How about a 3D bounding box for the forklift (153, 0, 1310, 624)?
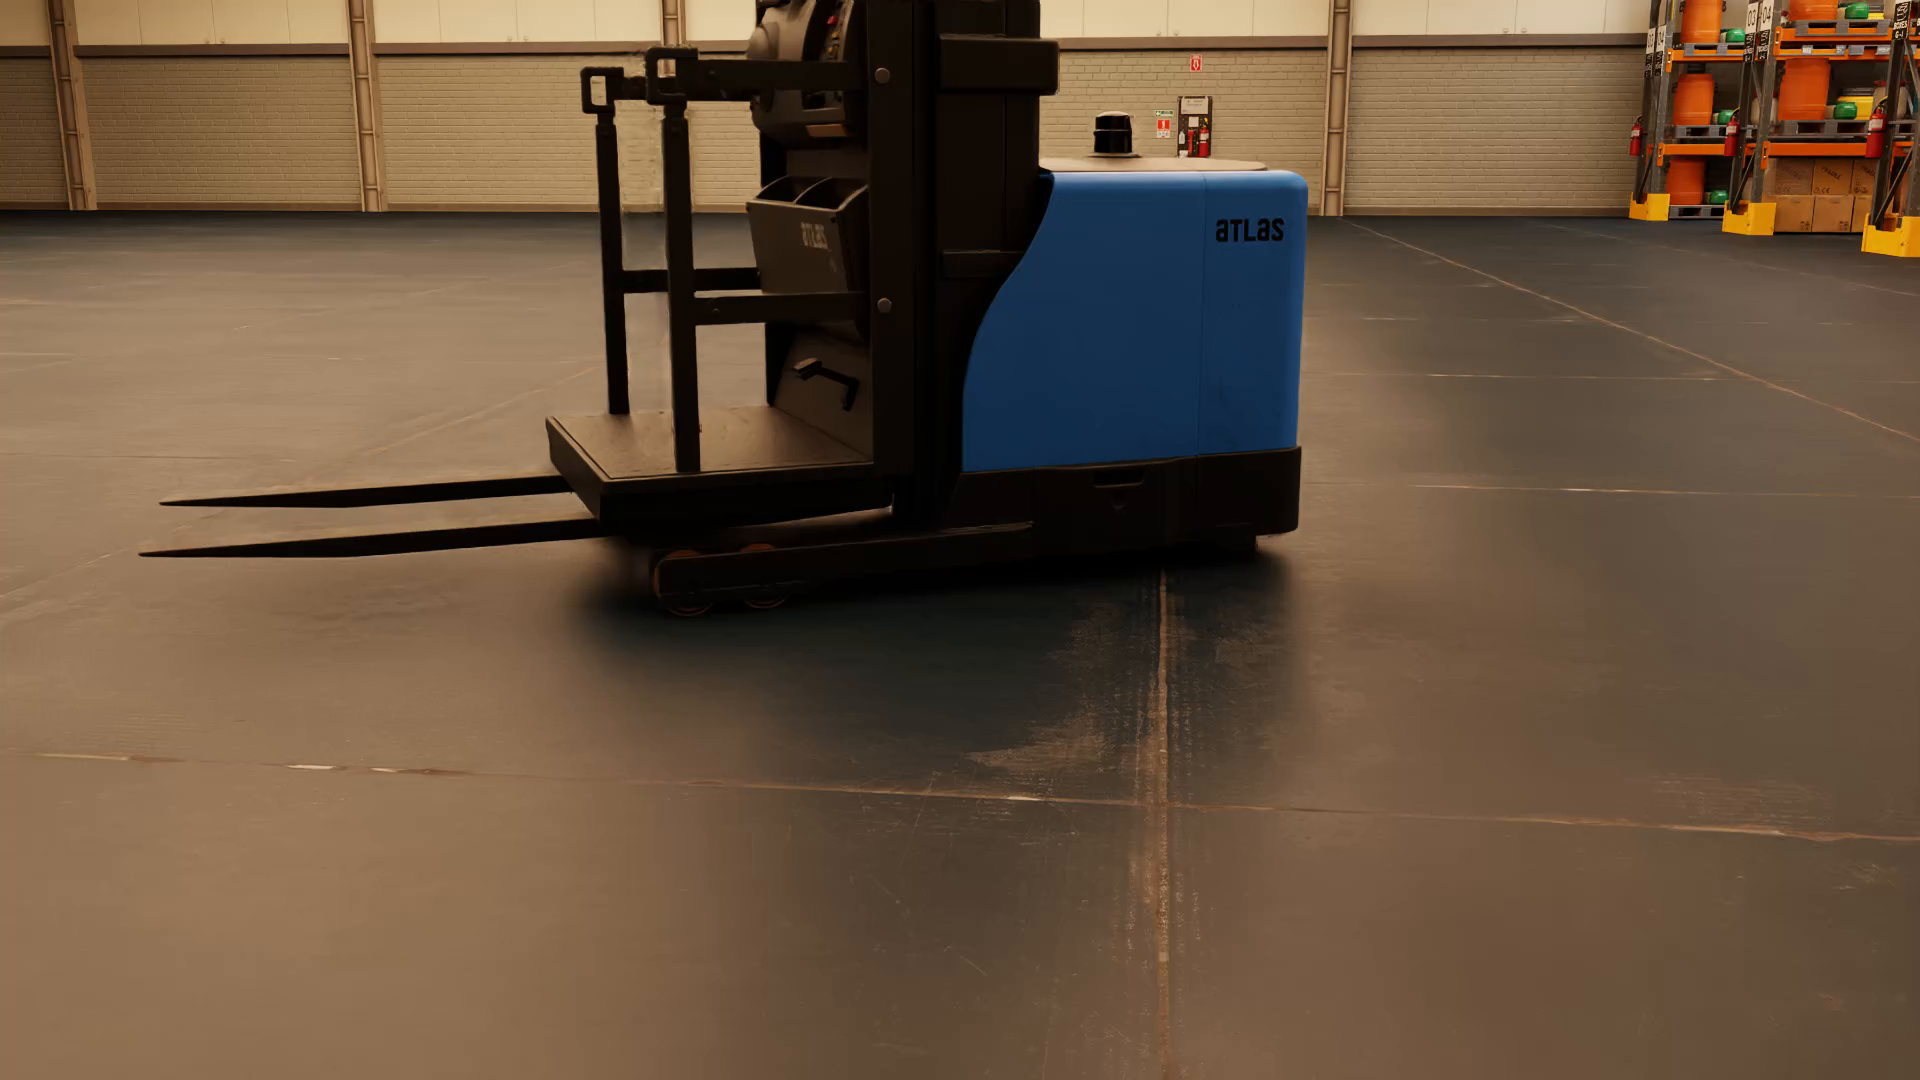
[{"bbox_3d":[-0.547,-1.359,4.323,3.031,2.935,1.130,-7,15,-27],"label":"forklift"}]
